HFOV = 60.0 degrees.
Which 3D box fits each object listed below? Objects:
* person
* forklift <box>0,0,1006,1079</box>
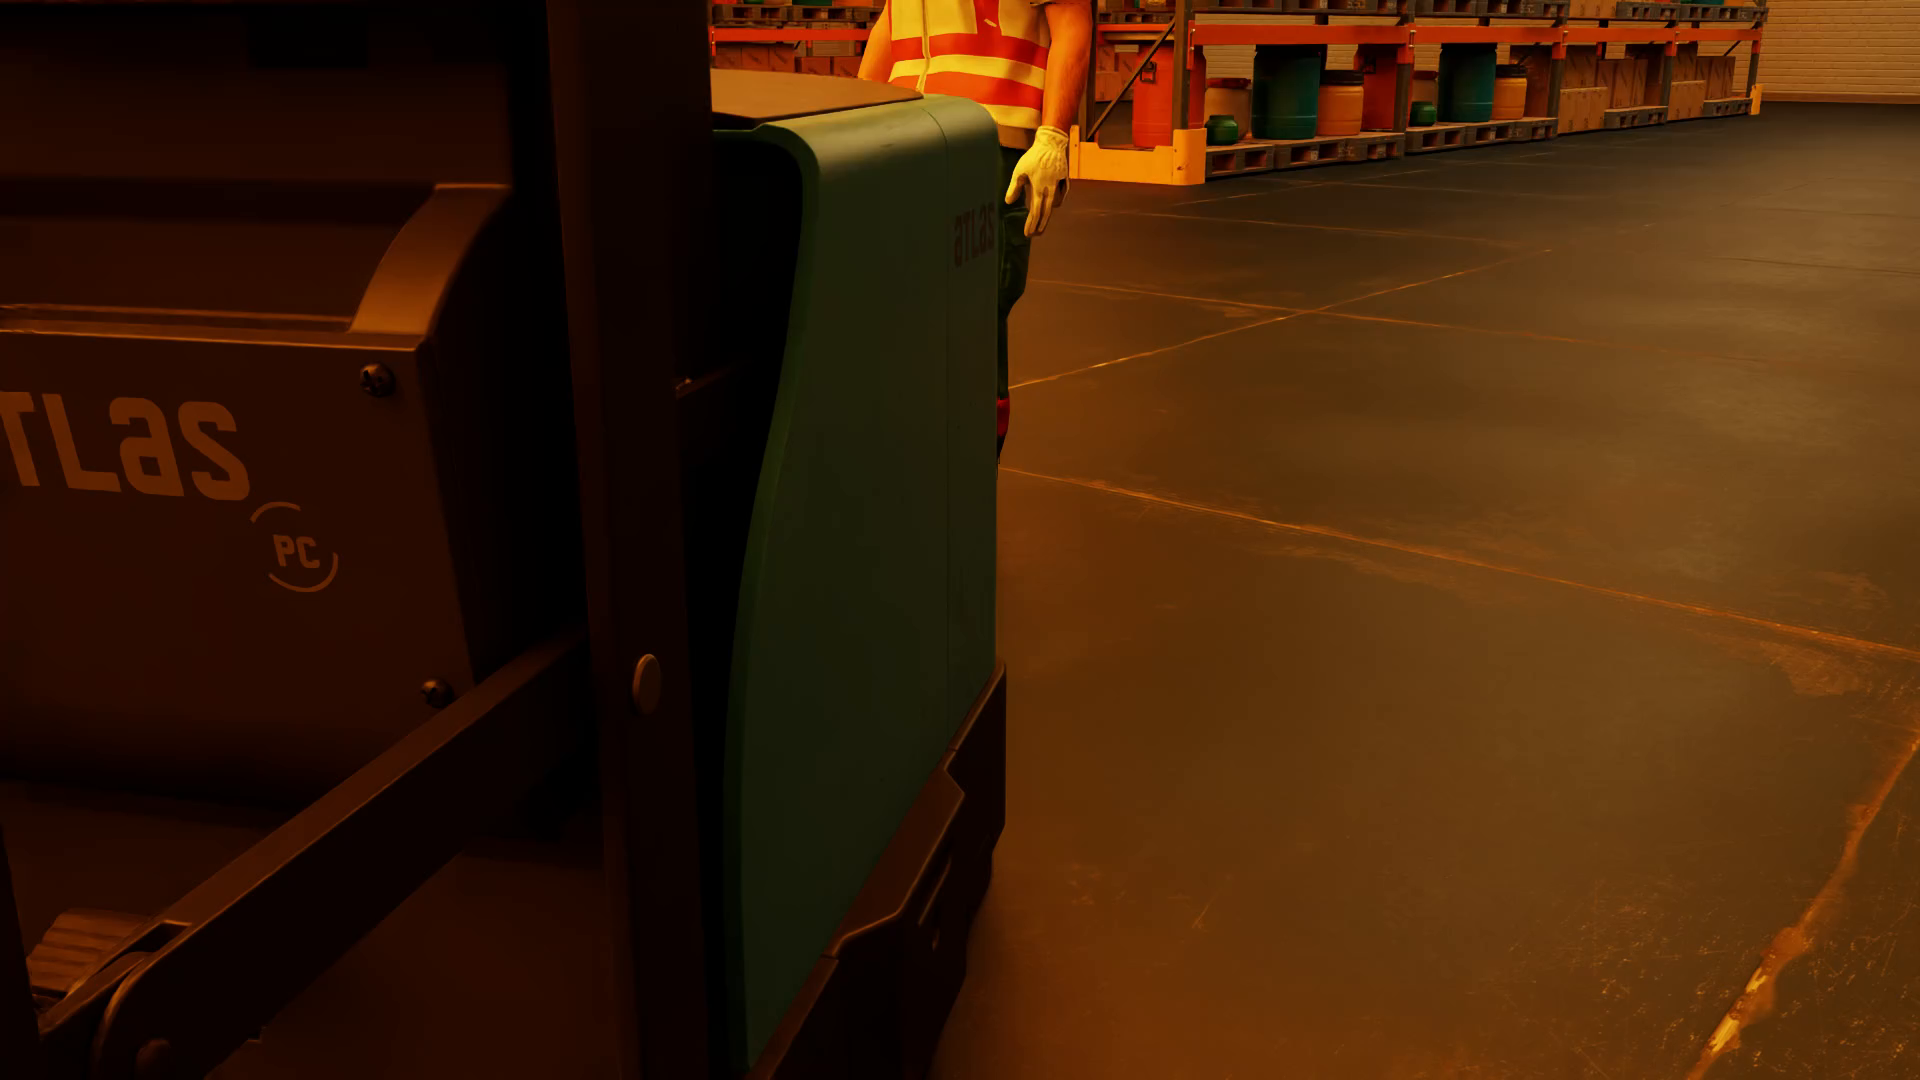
[{"bbox_3d":[-0.060,-0.844,3.628,0.638,1.784,0.562,13,21,37],"label":"person"},{"bbox_3d":[-0.781,-0.563,0.751,1.130,2.935,3.031,4,17,13],"label":"forklift"}]
